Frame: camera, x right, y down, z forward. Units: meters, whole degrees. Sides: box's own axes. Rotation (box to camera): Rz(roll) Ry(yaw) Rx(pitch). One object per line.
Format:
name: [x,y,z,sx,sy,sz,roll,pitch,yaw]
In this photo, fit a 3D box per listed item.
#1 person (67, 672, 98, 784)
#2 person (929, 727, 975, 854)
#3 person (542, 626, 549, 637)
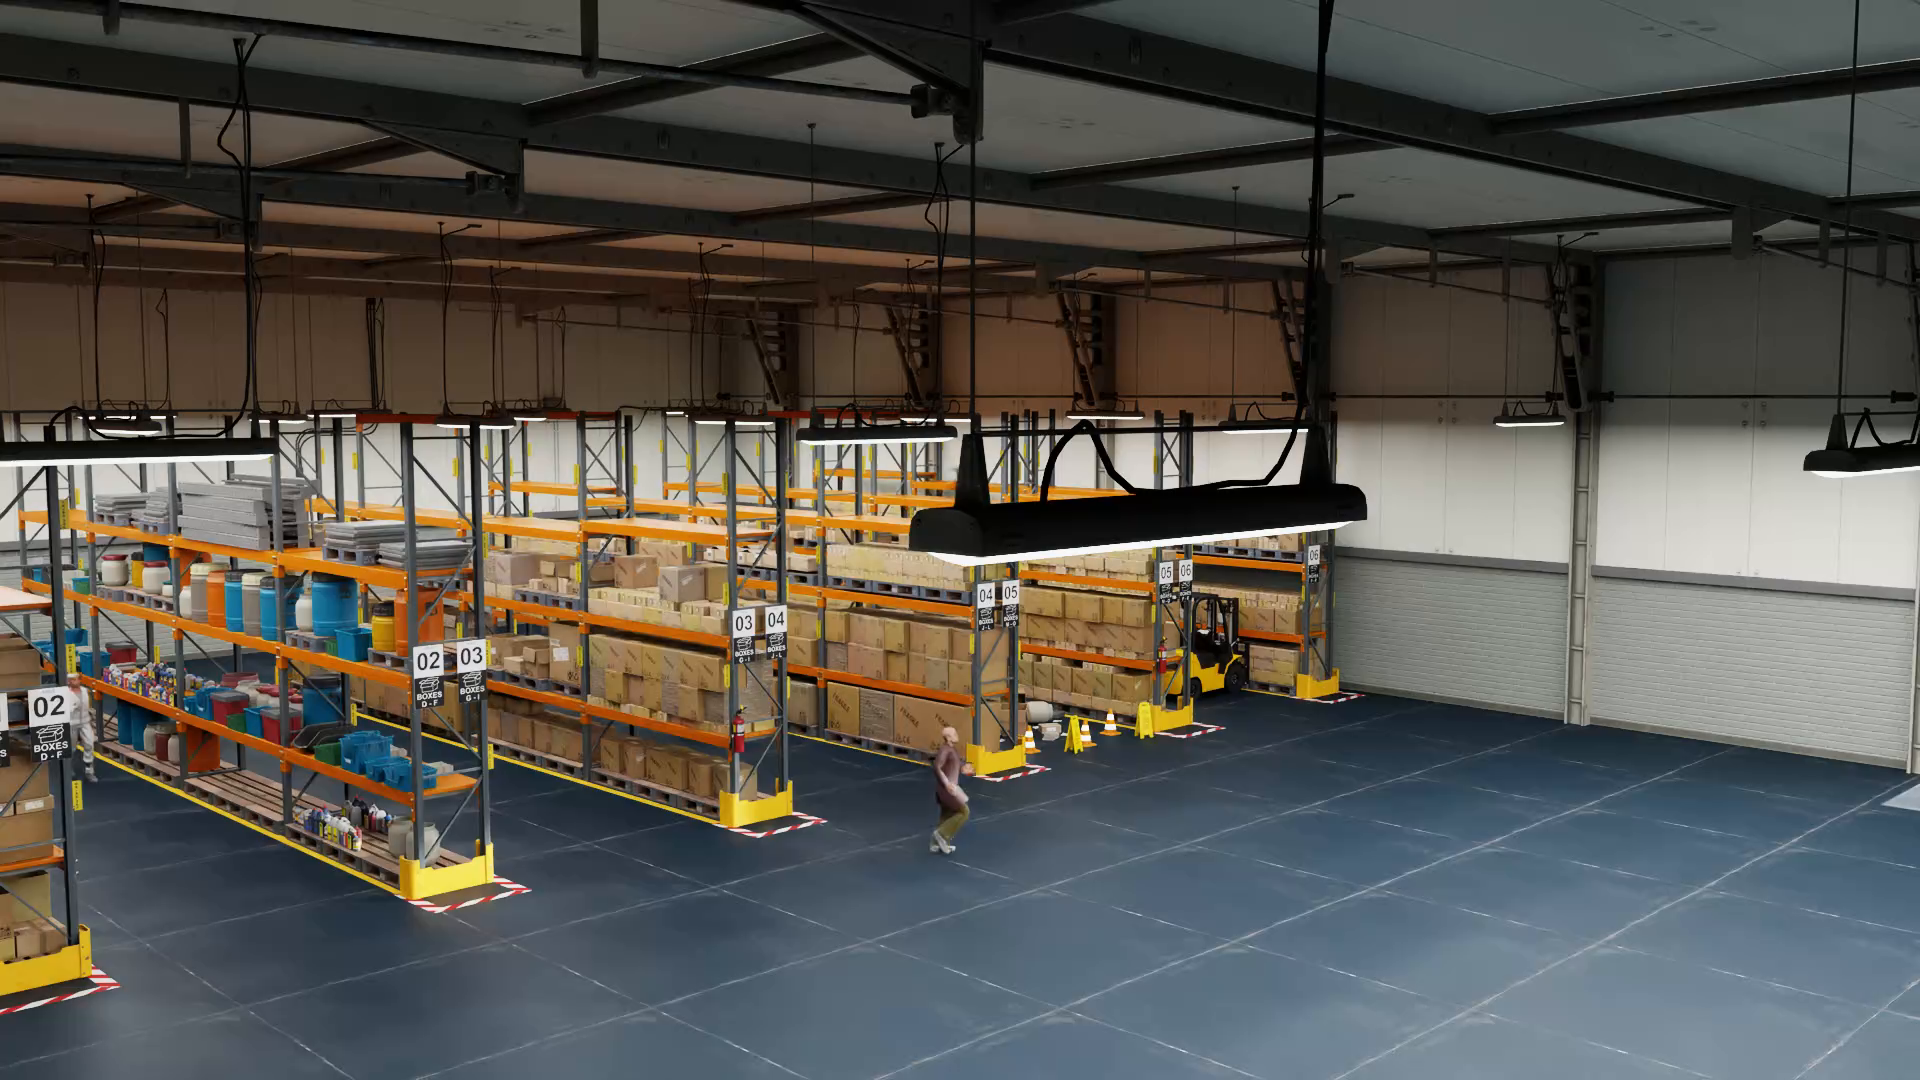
person: [-14.492,3.053,27.268,0.850,1.829,0.642,4,6,38]
person: [-0.107,3.452,23.059,0.665,1.747,0.687,-1,5,-8]
person: [-10.039,1.955,40.680,0.797,1.760,0.698,2,5,18]
